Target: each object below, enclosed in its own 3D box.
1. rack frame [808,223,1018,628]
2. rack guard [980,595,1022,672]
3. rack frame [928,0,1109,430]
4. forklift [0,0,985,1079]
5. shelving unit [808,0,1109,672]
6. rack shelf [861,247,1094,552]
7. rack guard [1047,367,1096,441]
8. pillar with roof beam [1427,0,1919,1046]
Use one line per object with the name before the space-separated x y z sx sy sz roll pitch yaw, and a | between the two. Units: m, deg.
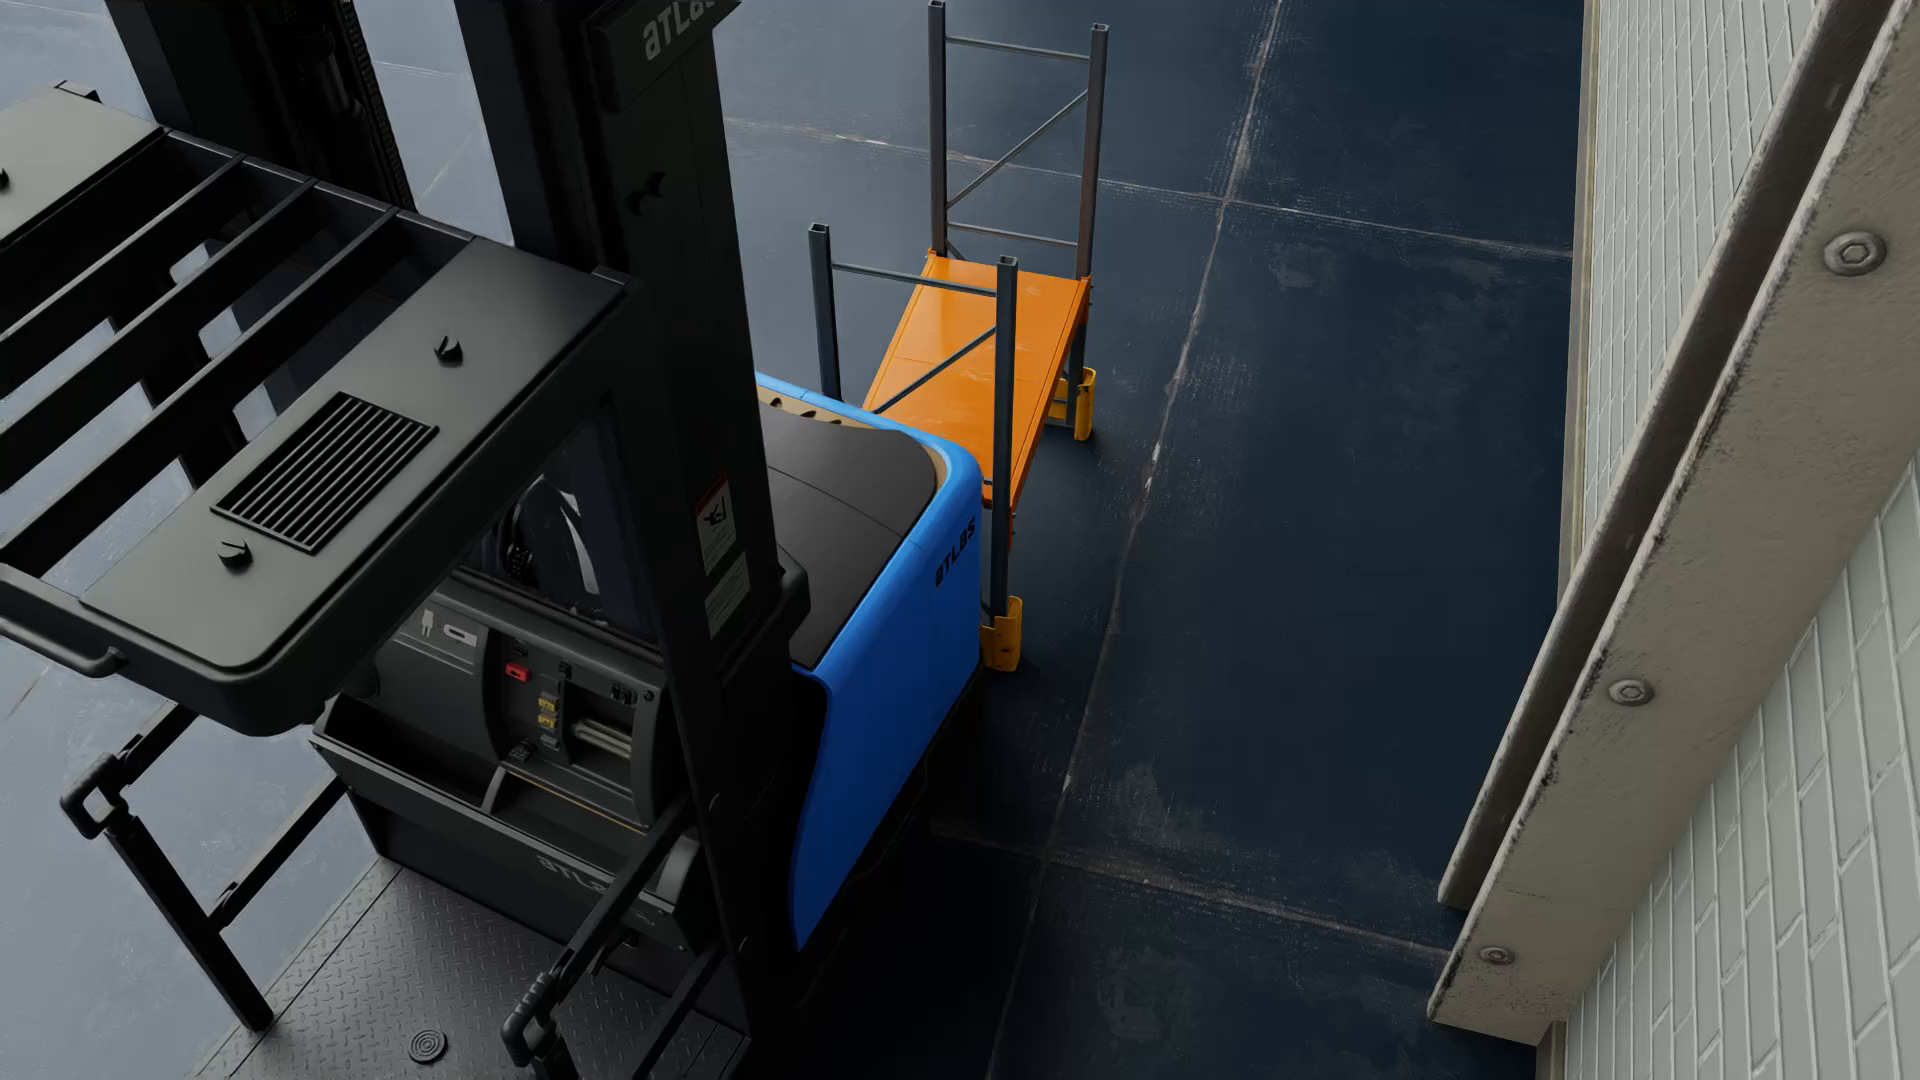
rack frame | -0.111 -0.190 4.418 0.500 1.500 0.032 12 50 10
rack guard | -0.111 0.222 4.887 0.587 0.250 0.087 12 50 10
rack frame | 0.156 -0.926 5.067 0.500 1.500 0.032 12 50 10
forklift | -1.044 0.353 2.983 1.130 2.935 3.031 21 52 17
shelving unit | 0.020 -0.551 4.736 0.587 1.500 1.083 12 50 10
rack shelf | 0.022 -0.439 4.877 0.538 0.185 1.000 12 50 10
rack guard | 0.151 -0.498 5.523 0.587 0.250 0.087 12 50 10
pillar with roof beam | -2.777 -2.734 1.661 9.100 9.000 0.400 12 50 10
